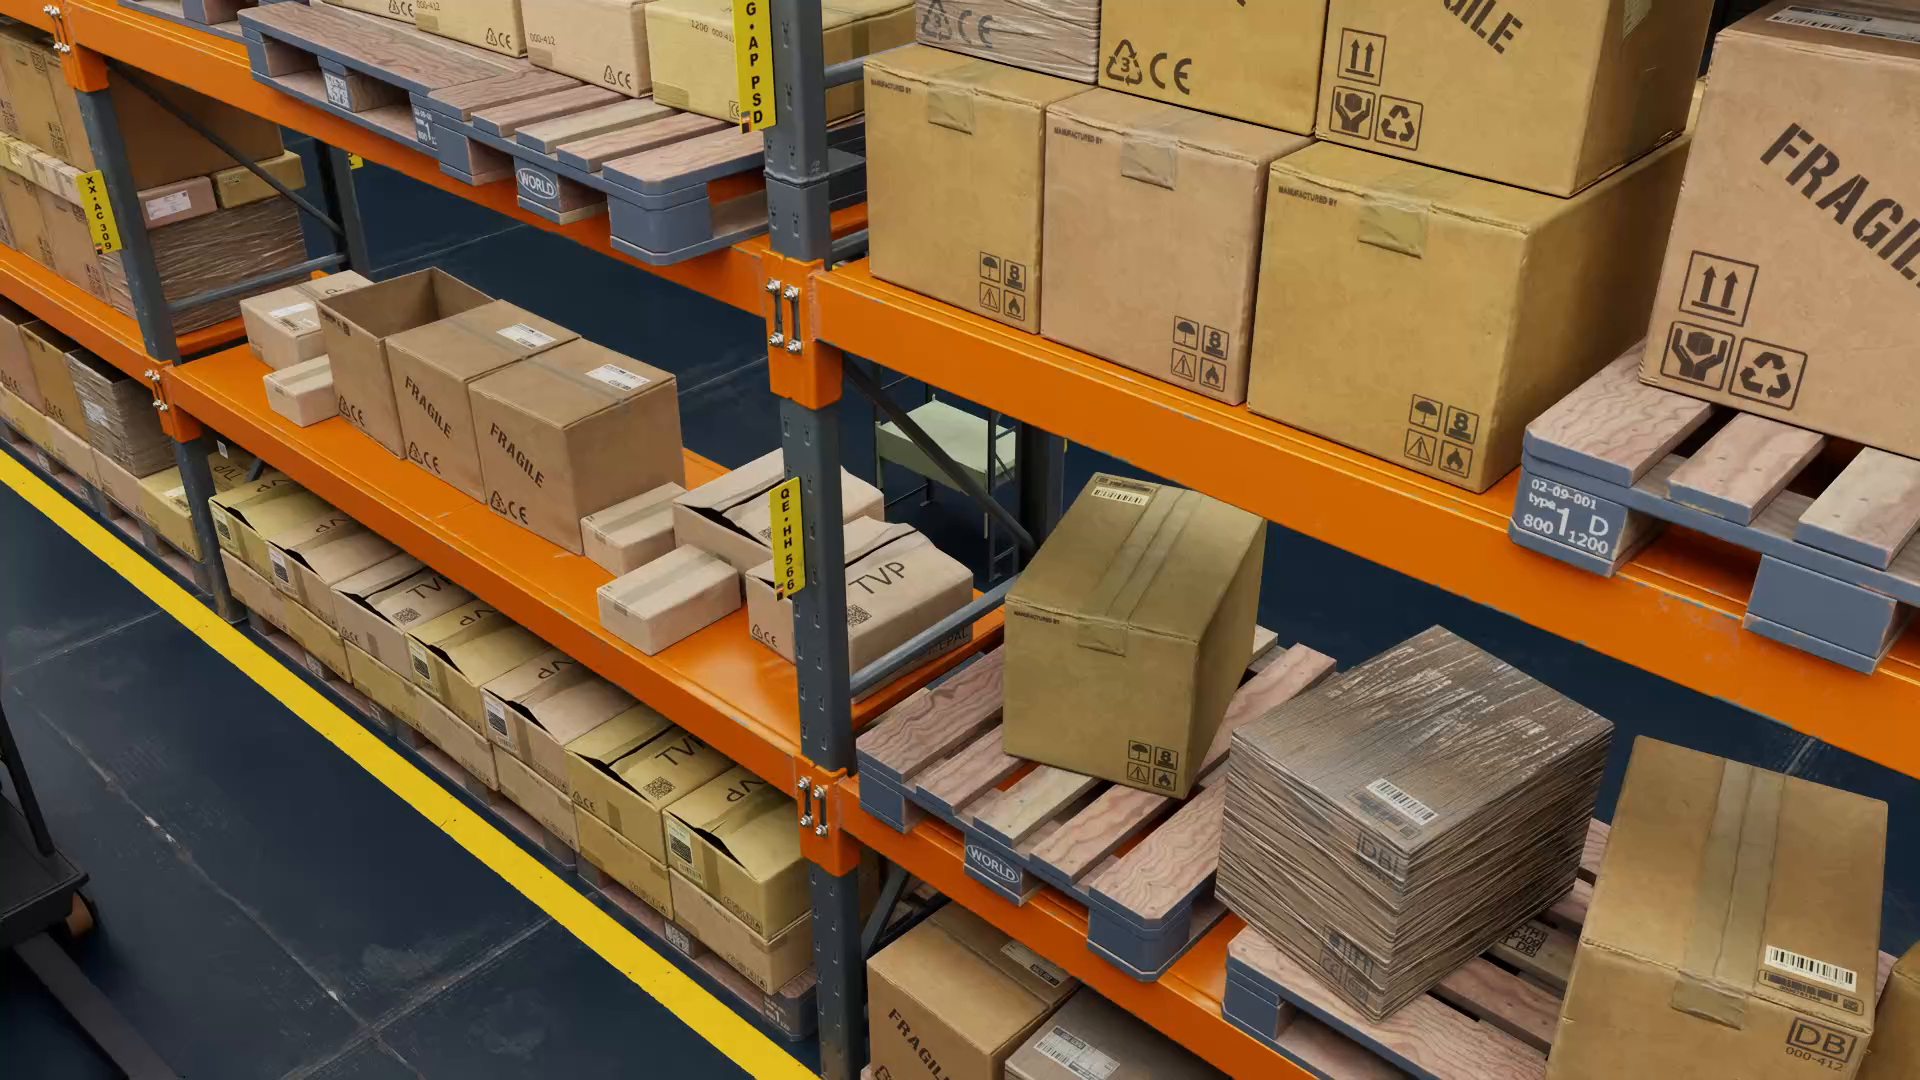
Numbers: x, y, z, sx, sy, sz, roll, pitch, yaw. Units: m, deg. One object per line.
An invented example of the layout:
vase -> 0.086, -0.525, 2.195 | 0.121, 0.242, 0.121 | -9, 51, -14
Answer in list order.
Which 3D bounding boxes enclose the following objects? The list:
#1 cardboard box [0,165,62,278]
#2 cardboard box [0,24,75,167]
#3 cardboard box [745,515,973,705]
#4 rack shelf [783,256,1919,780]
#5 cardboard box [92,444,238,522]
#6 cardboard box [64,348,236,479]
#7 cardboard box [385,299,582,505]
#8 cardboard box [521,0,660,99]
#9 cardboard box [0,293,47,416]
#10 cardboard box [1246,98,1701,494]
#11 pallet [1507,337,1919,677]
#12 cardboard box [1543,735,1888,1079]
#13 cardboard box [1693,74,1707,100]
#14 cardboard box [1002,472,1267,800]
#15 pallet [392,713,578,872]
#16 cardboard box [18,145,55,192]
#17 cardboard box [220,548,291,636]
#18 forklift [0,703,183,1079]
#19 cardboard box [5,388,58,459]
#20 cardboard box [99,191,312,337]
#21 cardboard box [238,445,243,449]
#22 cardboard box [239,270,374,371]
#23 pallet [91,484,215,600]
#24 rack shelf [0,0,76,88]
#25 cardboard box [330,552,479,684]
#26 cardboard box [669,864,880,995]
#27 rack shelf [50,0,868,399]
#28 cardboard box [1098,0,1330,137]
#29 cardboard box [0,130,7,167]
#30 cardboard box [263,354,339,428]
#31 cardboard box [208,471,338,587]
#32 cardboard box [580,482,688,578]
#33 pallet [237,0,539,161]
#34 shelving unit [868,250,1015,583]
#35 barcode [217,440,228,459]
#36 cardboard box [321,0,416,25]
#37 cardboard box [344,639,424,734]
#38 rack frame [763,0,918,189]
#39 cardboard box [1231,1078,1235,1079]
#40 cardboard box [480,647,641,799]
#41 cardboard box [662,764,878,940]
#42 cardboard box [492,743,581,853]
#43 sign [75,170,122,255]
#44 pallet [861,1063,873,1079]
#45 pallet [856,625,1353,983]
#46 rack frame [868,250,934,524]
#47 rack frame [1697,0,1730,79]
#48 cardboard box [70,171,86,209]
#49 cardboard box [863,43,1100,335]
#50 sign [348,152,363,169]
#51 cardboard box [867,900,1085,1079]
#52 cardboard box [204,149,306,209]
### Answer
cardboard box -> -4.132, -1.651, 7.987 | 0.500, 0.500, 0.700 | 26, 39, 36
cardboard box -> -3.742, -2.026, 7.352 | 0.500, 0.500, 0.700 | 25, 39, 35
cardboard box -> -0.308, 0.178, 5.132 | 0.500, 0.311, 0.500 | -27, 40, -37
rack shelf -> 1.415, -0.002, 3.134 | 4.000, 0.370, 1.077 | 25, 39, 35
cardboard box -> -3.888, -0.357, 8.194 | 0.500, 0.250, 0.500 | 25, 39, 35
cardboard box -> -3.887, -0.679, 8.002 | 0.500, 0.500, 0.500 | 25, 39, 35
cardboard box -> -1.713, -0.517, 6.103 | 0.500, 0.500, 0.500 | 25, 39, 35
cardboard box -> -0.843, -1.428, 4.544 | 0.500, 0.250, 0.500 | 26, 40, 36
cardboard box -> -4.641, -1.018, 8.565 | 0.500, 0.500, 0.500 | 25, 39, 35
cardboard box -> 1.042, -0.551, 3.251 | 0.500, 0.500, 0.910 | 25, 39, 35
pallet -> 1.690, -0.148, 2.861 | 1.003, 0.211, 1.213 | 25, 39, 35
cardboard box -> 1.547, 0.856, 3.415 | 0.500, 0.500, 0.700 | 15, 34, 23
cardboard box -> 3.438, -1.847, 7.278 | 0.500, 0.250, 0.500 | 26, 40, 36
cardboard box -> 0.475, 0.235, 4.448 | 0.500, 0.500, 0.700 | 12, 33, 19
pallet -> -1.552, 0.755, 6.791 | 1.213, 0.211, 1.003 | 25, 39, 35
cardboard box -> -3.952, -1.701, 7.442 | 0.250, 0.149, 0.380 | 25, 39, 35
cardboard box -> -2.901, 0.131, 7.383 | 0.500, 0.250, 0.500 | 24, 38, 34
forklift -> -3.686, 0.235, 5.018 | 3.031, 2.935, 1.130 | 24, 39, 34
cardboard box -> -4.640, -0.698, 8.759 | 0.500, 0.250, 0.500 | 25, 39, 35
cardboard box -> -3.367, -1.296, 7.397 | 0.500, 0.500, 0.700 | 24, 38, 34
cardboard box -> -3.541, -0.555, 8.522 | 0.500, 0.250, 0.500 | 25, 39, 35
cardboard box -> -2.639, -0.884, 6.955 | 0.500, 0.250, 0.500 | -27, 40, -37
pallet -> -3.595, -0.198, 8.375 | 1.213, 0.211, 1.003 | 25, 39, 35
rack shelf -> -4.516, -2.771, 7.733 | 4.000, 0.370, 1.077 | 25, 39, 35
cardboard box -> -2.142, 0.248, 6.644 | 0.500, 0.311, 0.500 | 24, 38, 34
cardboard box -> -0.622, 1.192, 5.621 | 0.500, 0.250, 0.500 | 26, 40, 36
rack shelf -> -1.551, -1.386, 5.434 | 4.000, 0.370, 1.077 | 25, 39, 35
cardboard box -> 0.629, -1.144, 3.267 | 0.500, 0.500, 0.500 | 25, 39, 35
cardboard box -> -4.319, -1.875, 7.730 | 0.250, 0.149, 0.380 | 26, 40, 36
cardboard box -> -2.514, -0.609, 6.597 | 0.250, 0.149, 0.380 | 25, 39, 35
cardboard box -> -2.894, -0.106, 7.232 | 0.500, 0.311, 0.500 | 25, 39, 35
cardboard box -> -1.051, -0.030, 5.634 | 0.380, 0.149, 0.250 | -26, 40, -36
pallet -> -1.462, -1.508, 5.122 | 1.213, 0.211, 1.003 | 27, 40, 37
shelving unit -> -0.005, -0.645, 7.867 | 0.755, 1.500, 0.431 | 25, 39, 35
barcode -> -3.124, -0.383, 7.044 | 0.075, 0.075, 0.001 | 25, 39, 35
cardboard box -> -1.657, -1.817, 5.190 | 0.500, 0.250, 0.500 | 21, 37, 31
cardboard box -> -2.137, 0.486, 6.793 | 0.500, 0.250, 0.500 | 24, 38, 34
rack frame -> -0.068, -2.288, 3.325 | 0.127, 3.000, 1.000 | 25, 39, 35
cardboard box -> 0.838, 1.786, 4.371 | 0.500, 0.500, 0.500 | 24, 39, 34
cardboard box -> -1.384, 0.600, 6.060 | 0.500, 0.311, 0.500 | 25, 39, 35
cardboard box -> -0.621, 0.953, 5.473 | 0.500, 0.311, 0.500 | 26, 40, 36
cardboard box -> -1.377, 0.840, 6.206 | 0.500, 0.250, 0.500 | 26, 40, 36
sign -> -3.405, -1.294, 6.575 | 0.005, 0.325, 0.100 | 25, 39, 35
pallet -> 0.460, 1.750, 5.138 | 1.213, 0.211, 1.003 | 25, 39, 35
pallet -> 0.482, 0.573, 4.577 | 1.003, 0.211, 1.213 | 25, 39, 35
rack frame -> -0.276, -0.772, 8.077 | 0.023, 1.500, 0.400 | 25, 39, 35
rack frame -> 3.253, -1.613, 8.021 | 0.127, 3.000, 1.000 | 25, 39, 35
cardboard box -> -3.561, -1.521, 7.142 | 0.250, 0.149, 0.380 | 24, 39, 34
cardboard box -> 0.278, -0.907, 3.843 | 0.500, 0.500, 0.910 | 25, 39, 35
sign -> -2.677, -1.775, 7.244 | 0.005, 0.325, 0.100 | 25, 39, 35
cardboard box -> 0.078, 1.432, 4.960 | 0.500, 0.500, 0.500 | 27, 40, 37
cardboard box -> -3.103, -1.590, 7.256 | 0.250, 0.149, 0.380 | 25, 39, 35
